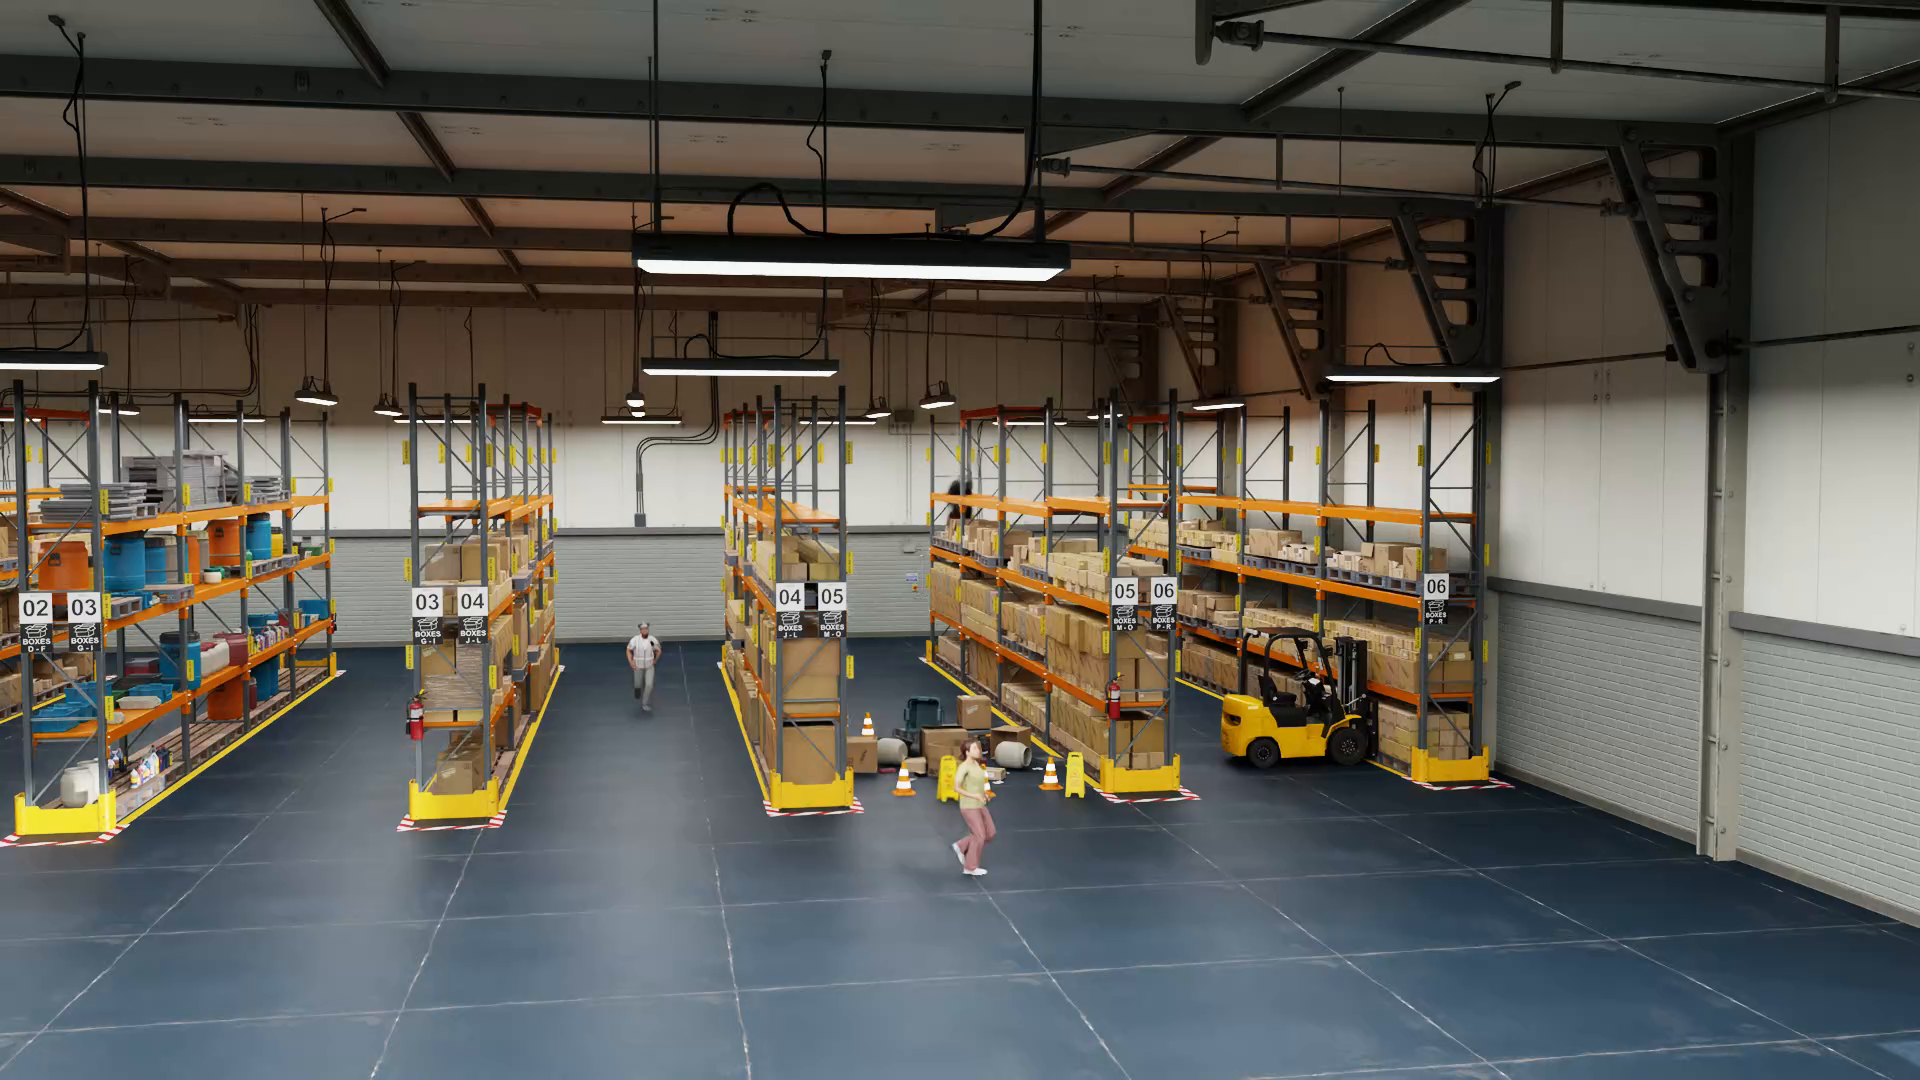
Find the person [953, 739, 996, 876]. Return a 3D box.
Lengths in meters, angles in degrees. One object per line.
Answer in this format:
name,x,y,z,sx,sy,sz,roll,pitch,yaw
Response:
person,0.137,3.181,19.828,0.563,1.619,0.574,2,3,28

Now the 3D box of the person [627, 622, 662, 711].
person,-6.243,2.480,32.895,0.683,1.747,0.659,-1,3,-13
